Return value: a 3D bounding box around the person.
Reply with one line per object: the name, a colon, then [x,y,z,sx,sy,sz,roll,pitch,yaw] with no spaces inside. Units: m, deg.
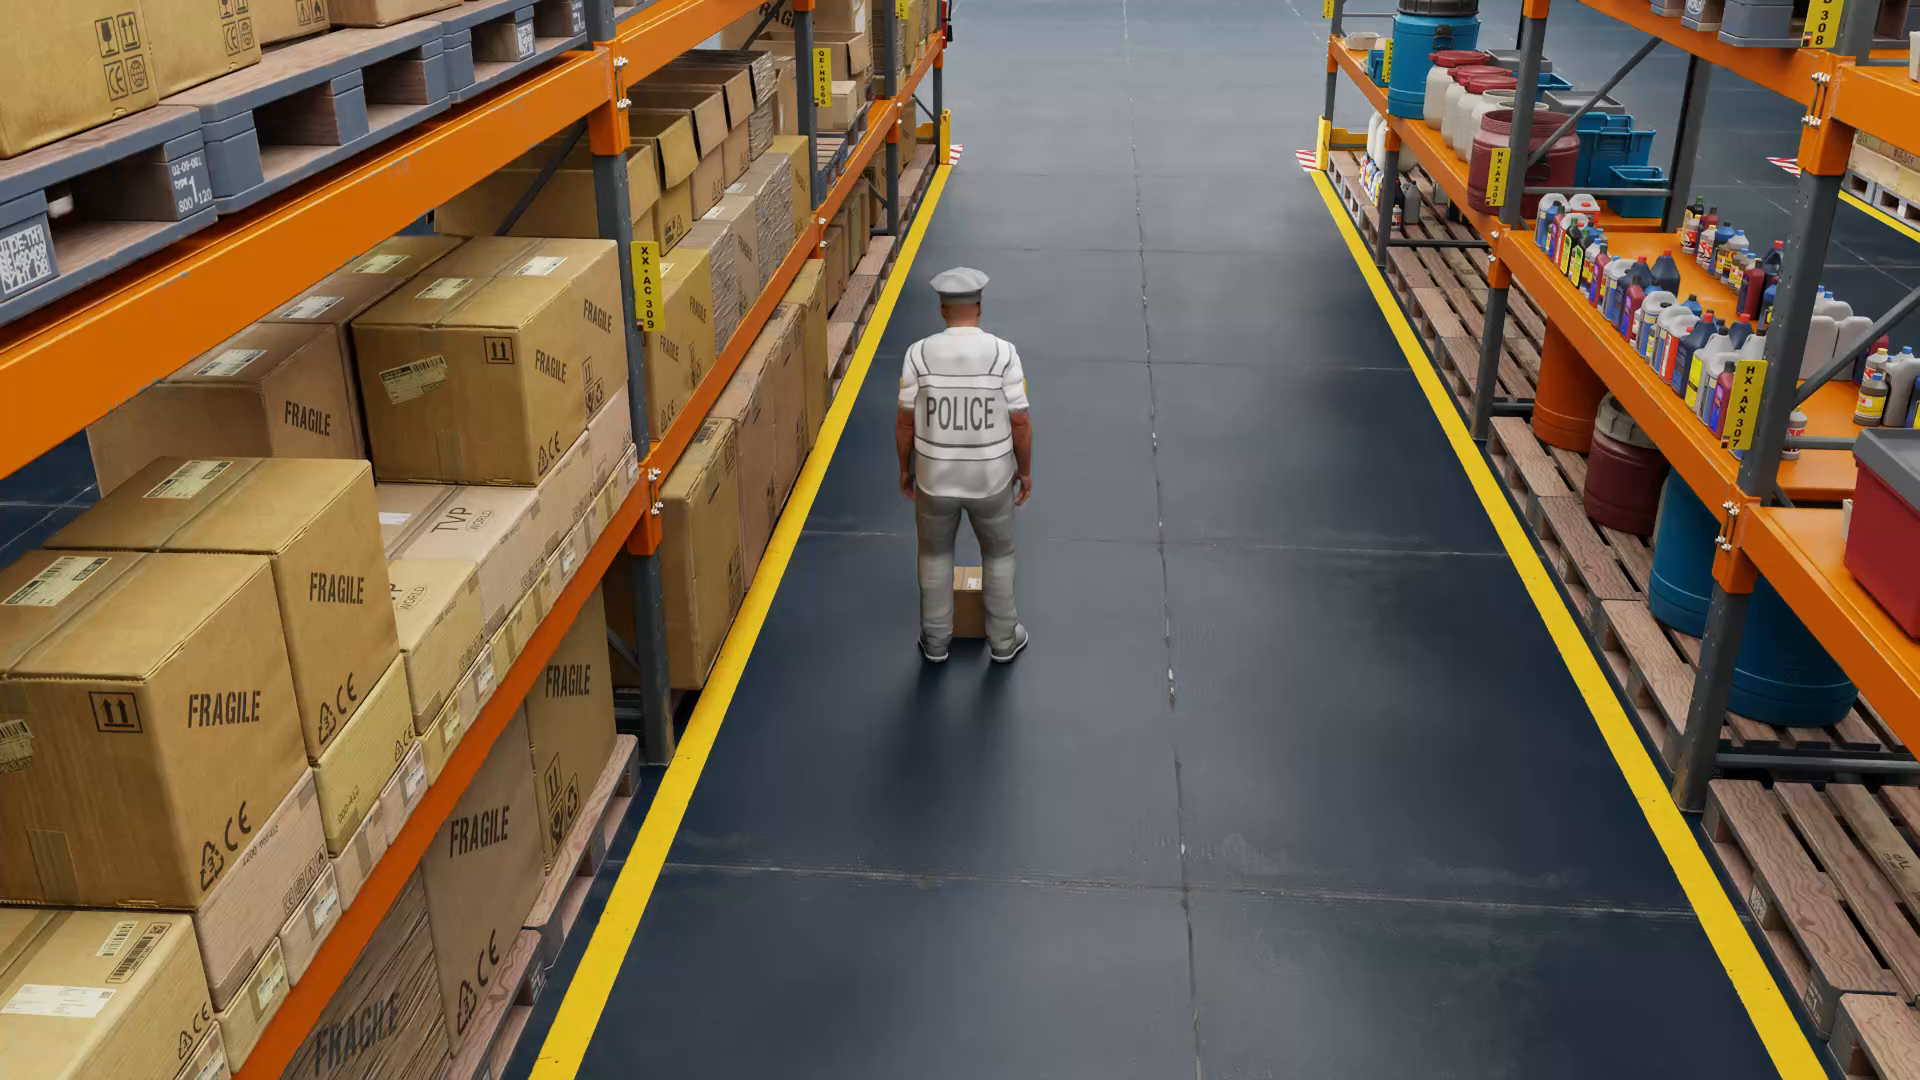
person: [0.018,-0.280,7.216,0.587,1.746,0.441,2,24,4]
